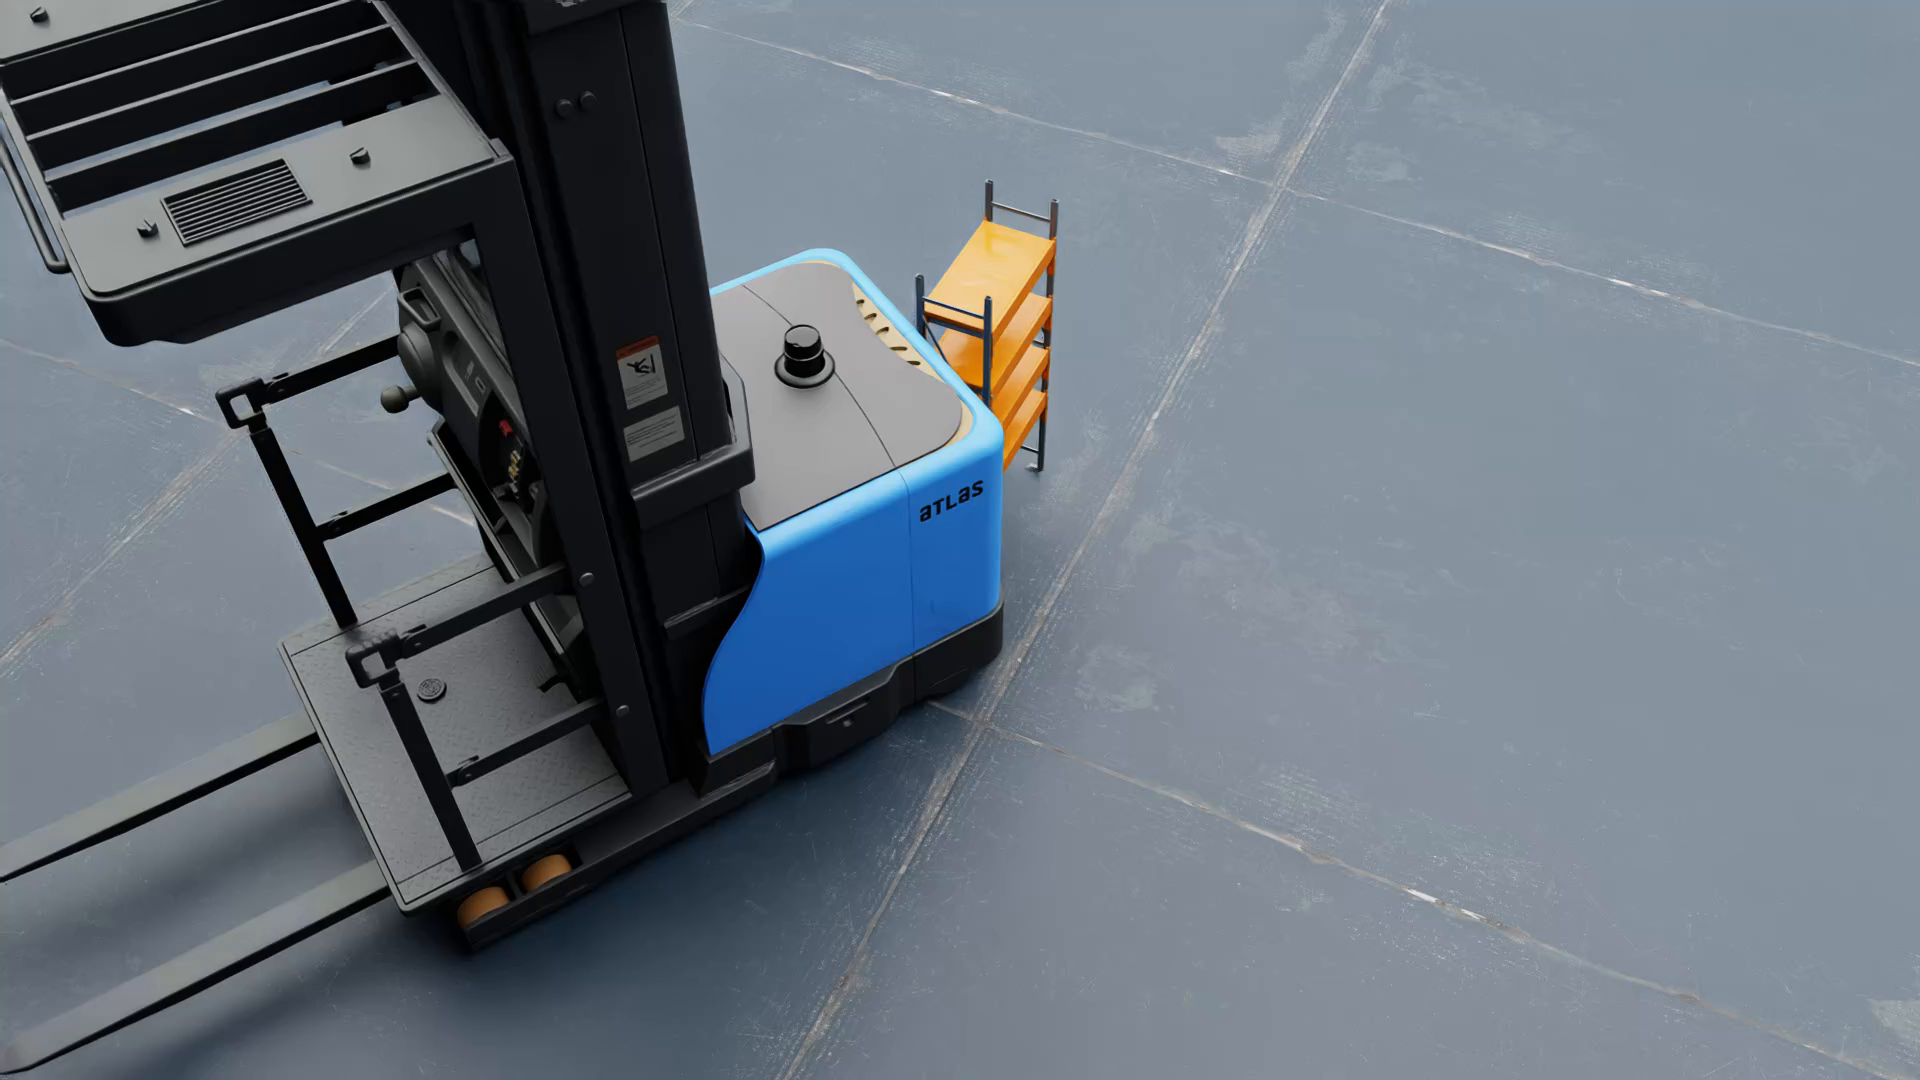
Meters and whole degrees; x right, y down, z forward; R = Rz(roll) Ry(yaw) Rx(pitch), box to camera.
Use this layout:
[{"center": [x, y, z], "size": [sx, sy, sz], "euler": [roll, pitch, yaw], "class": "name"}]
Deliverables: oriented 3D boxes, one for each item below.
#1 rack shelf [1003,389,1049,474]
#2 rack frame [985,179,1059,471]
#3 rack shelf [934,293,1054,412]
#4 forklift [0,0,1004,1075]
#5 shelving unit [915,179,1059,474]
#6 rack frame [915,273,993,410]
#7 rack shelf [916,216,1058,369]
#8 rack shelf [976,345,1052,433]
[{"center": [0.086, -0.338, 5.599], "size": [0.258, 0.148, 0.480], "euler": [20, 52, 16], "class": "rack shelf"}, {"center": [0.190, -0.679, 5.540], "size": [0.240, 1.200, 0.015], "euler": [20, 52, 16], "class": "rack frame"}, {"center": [0.086, -0.612, 5.277], "size": [0.258, 0.148, 0.480], "euler": [20, 52, 16], "class": "rack shelf"}, {"center": [-1.379, -0.264, 4.050], "size": [3.031, 2.935, 1.130], "euler": [-26, 54, -20], "class": "forklift"}, {"center": [0.086, -0.510, 5.396], "size": [0.258, 1.200, 0.503], "euler": [20, 52, 16], "class": "shelving unit"}, {"center": [-0.018, -0.342, 5.253], "size": [0.240, 1.200, 0.015], "euler": [20, 52, 16], "class": "rack frame"}, {"center": [0.086, -0.765, 5.097], "size": [0.258, 0.148, 0.480], "euler": [20, 52, 16], "class": "rack shelf"}, {"center": [0.086, -0.467, 5.448], "size": [0.258, 0.148, 0.480], "euler": [20, 52, 16], "class": "rack shelf"}]
